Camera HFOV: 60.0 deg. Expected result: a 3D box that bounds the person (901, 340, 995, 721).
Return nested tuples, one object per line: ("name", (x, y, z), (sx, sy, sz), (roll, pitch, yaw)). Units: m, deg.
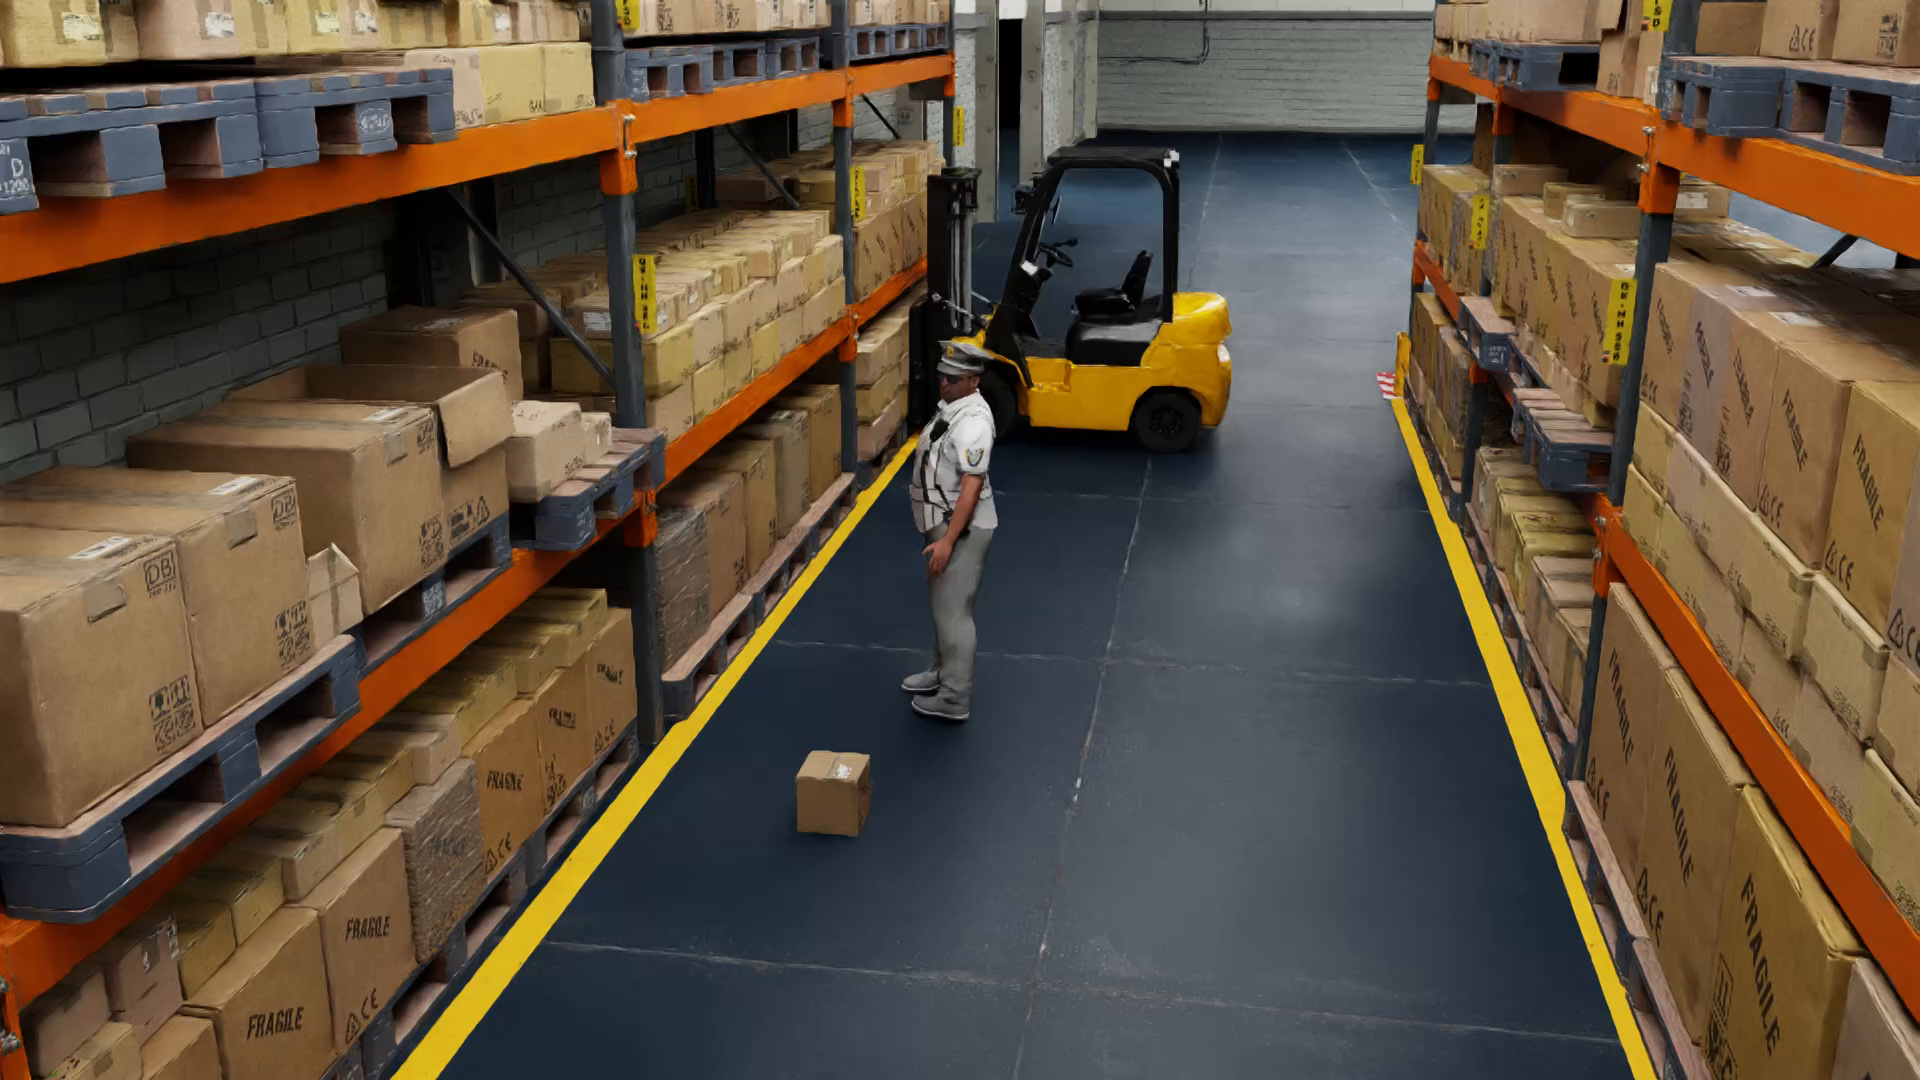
("person", (-0.055, -0.058, 7.708), (0.421, 1.771, 0.562), (-2, 18, -7))
